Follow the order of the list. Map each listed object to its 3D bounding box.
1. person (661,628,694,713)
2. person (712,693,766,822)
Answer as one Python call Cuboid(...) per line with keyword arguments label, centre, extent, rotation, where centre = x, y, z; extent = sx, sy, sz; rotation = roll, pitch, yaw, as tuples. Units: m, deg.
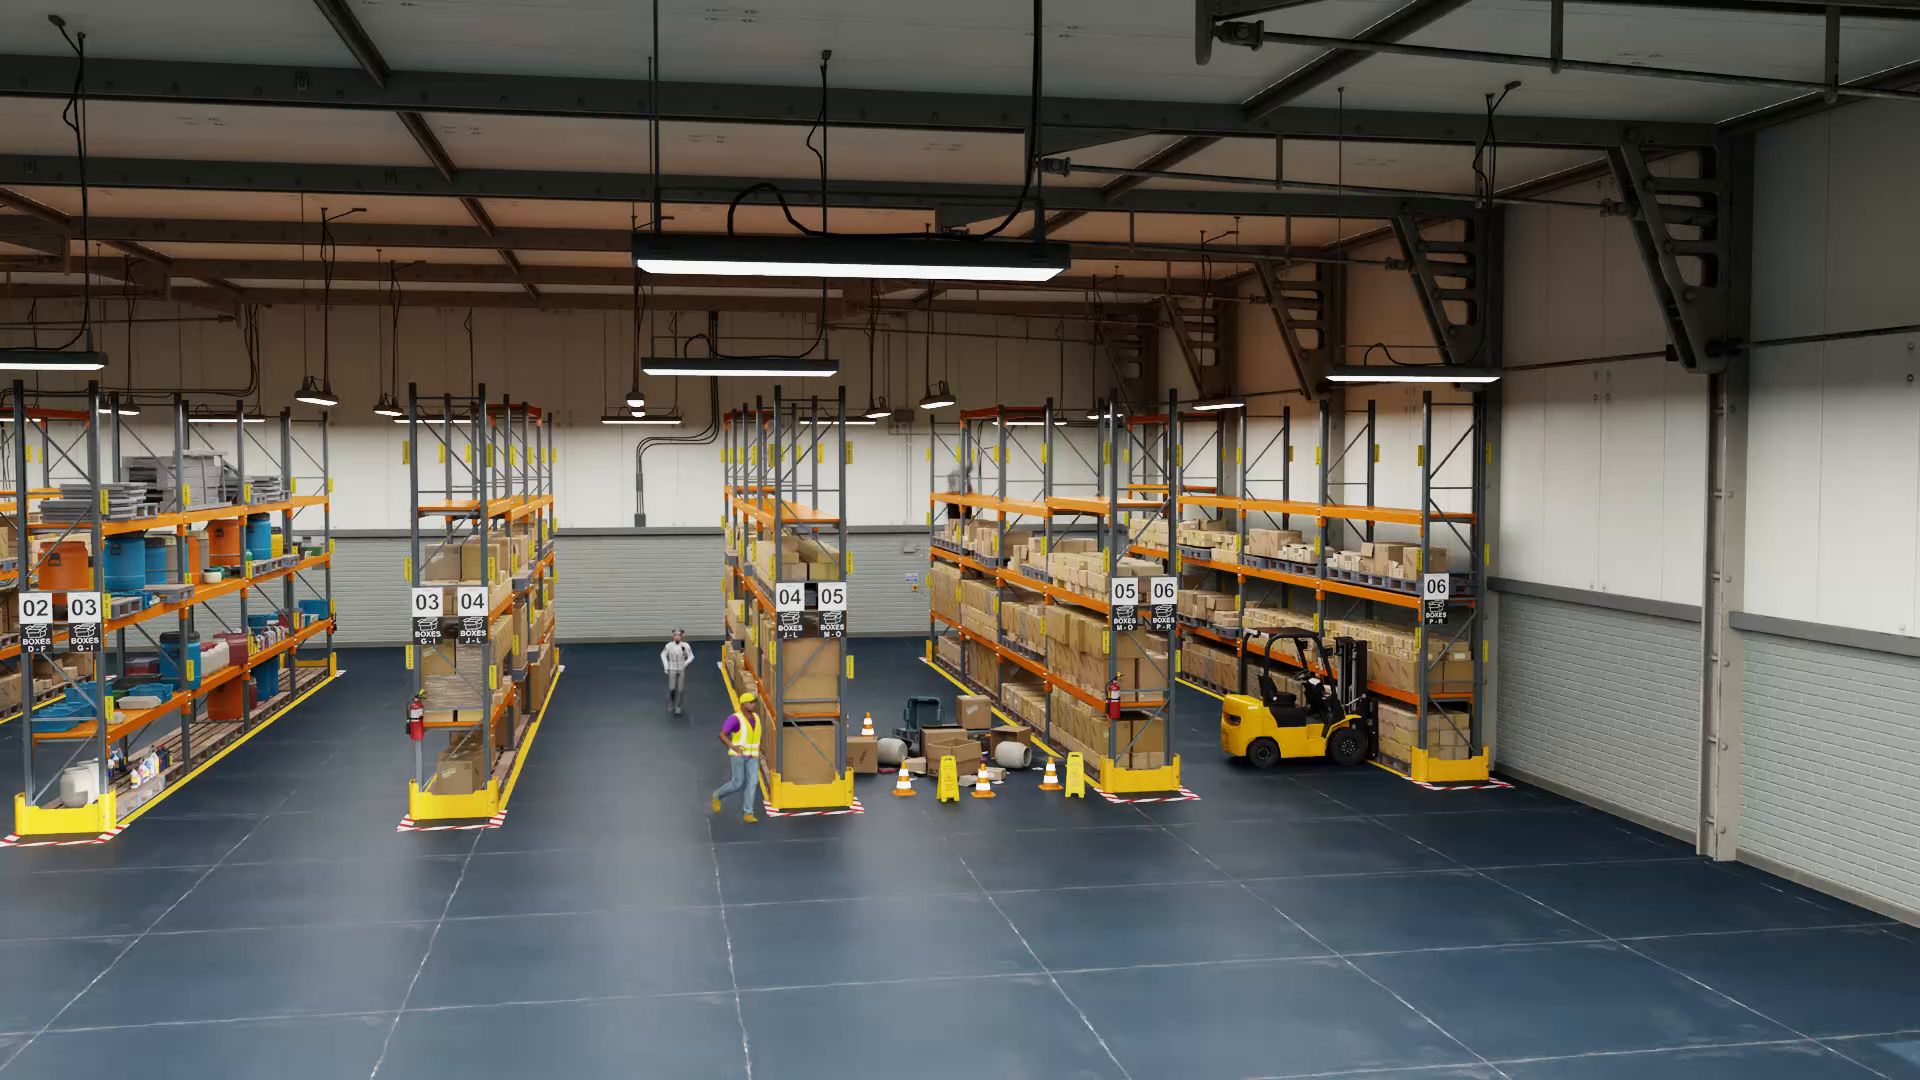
Cuboid(label="person", centre=(-5.464, 2.537, 32.218), extent=(0.624, 1.660, 0.577), rotation=(-1, 3, -12))
Cuboid(label="person", centre=(-2.955, 2.978, 22.936), extent=(0.895, 1.730, 0.767), rotation=(3, 4, 45))
